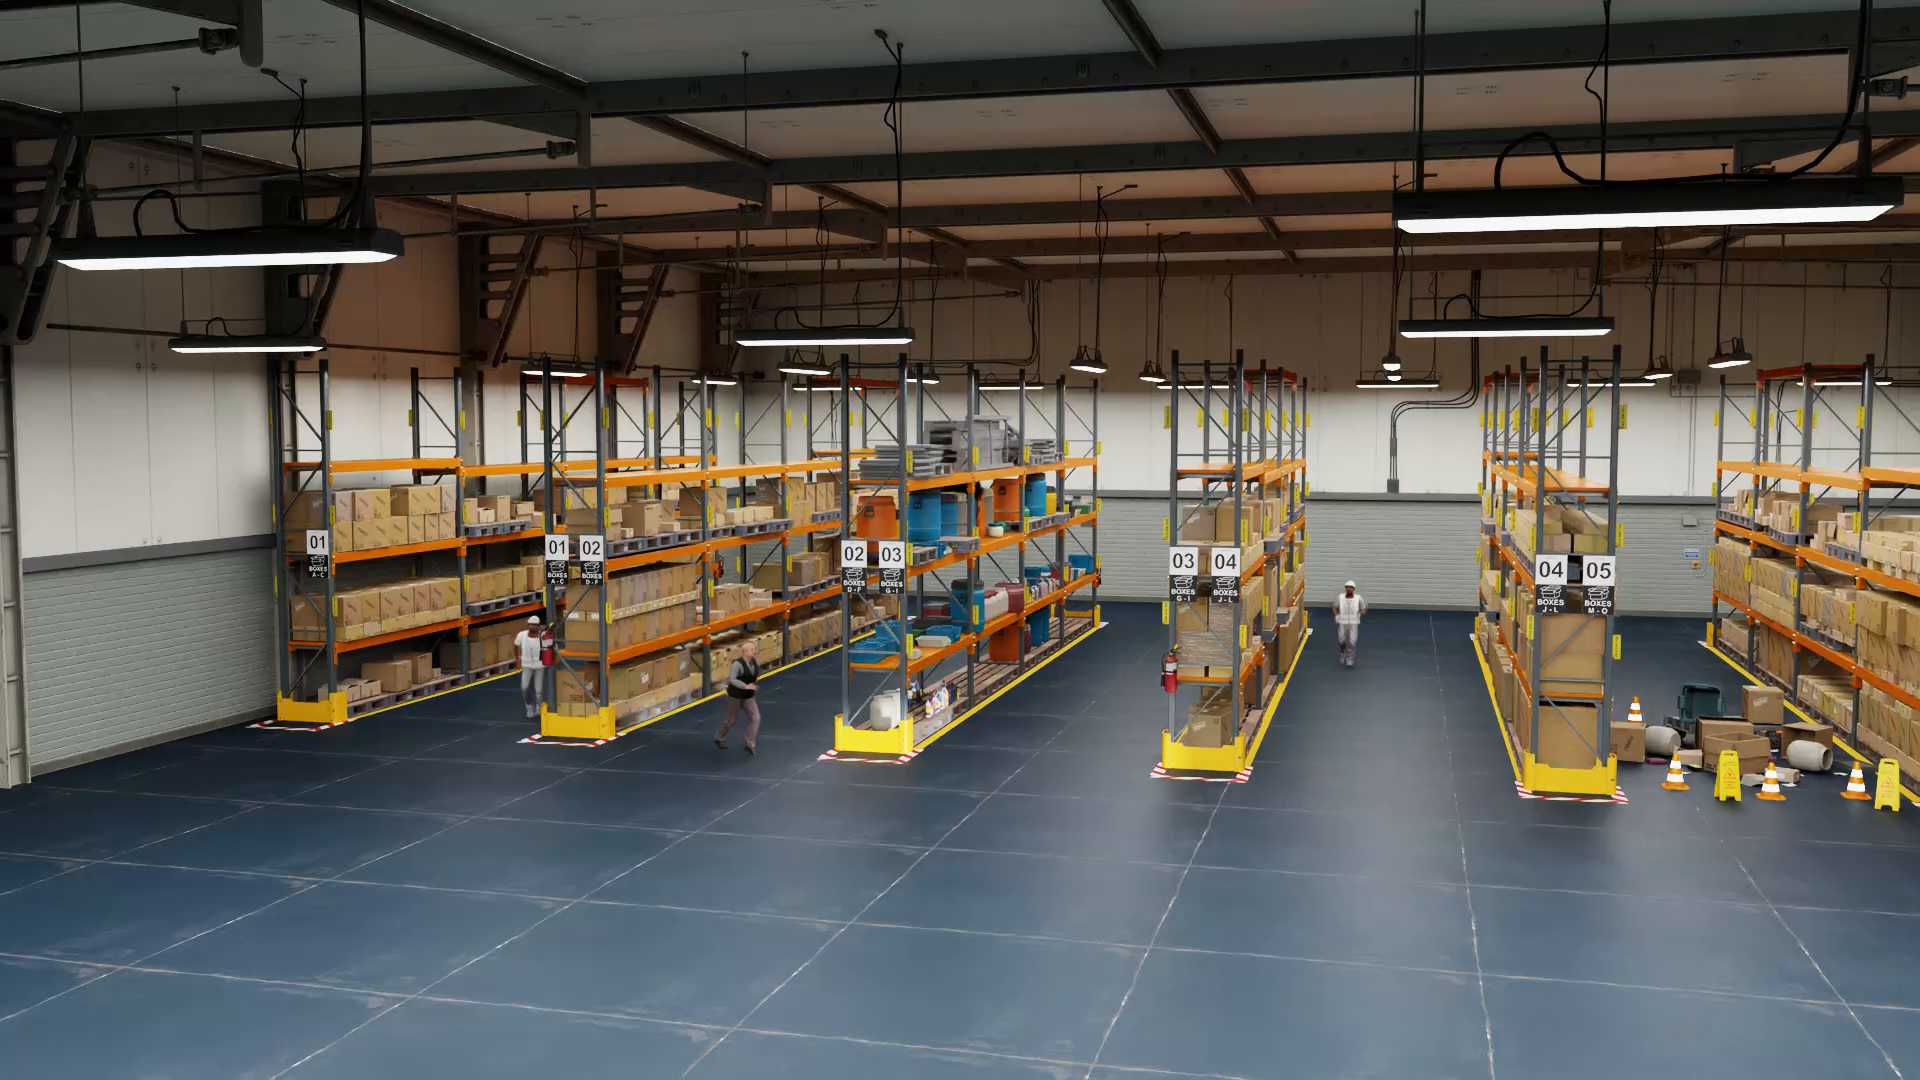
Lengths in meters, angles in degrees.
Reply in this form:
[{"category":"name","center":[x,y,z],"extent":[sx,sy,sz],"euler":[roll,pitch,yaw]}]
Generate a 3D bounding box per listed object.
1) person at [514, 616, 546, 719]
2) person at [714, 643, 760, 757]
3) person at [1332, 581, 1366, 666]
[{"category":"person","center":[-7.166,2.132,27.898],"extent":[0.689,1.735,0.759],"euler":[0,4,-7]},{"category":"person","center":[-3.329,2.383,24.936],"extent":[0.903,1.731,0.674],"euler":[3,5,36]},{"category":"person","center":[7.885,1.704,33.701],"extent":[0.666,1.739,0.603],"euler":[1,4,12]}]
